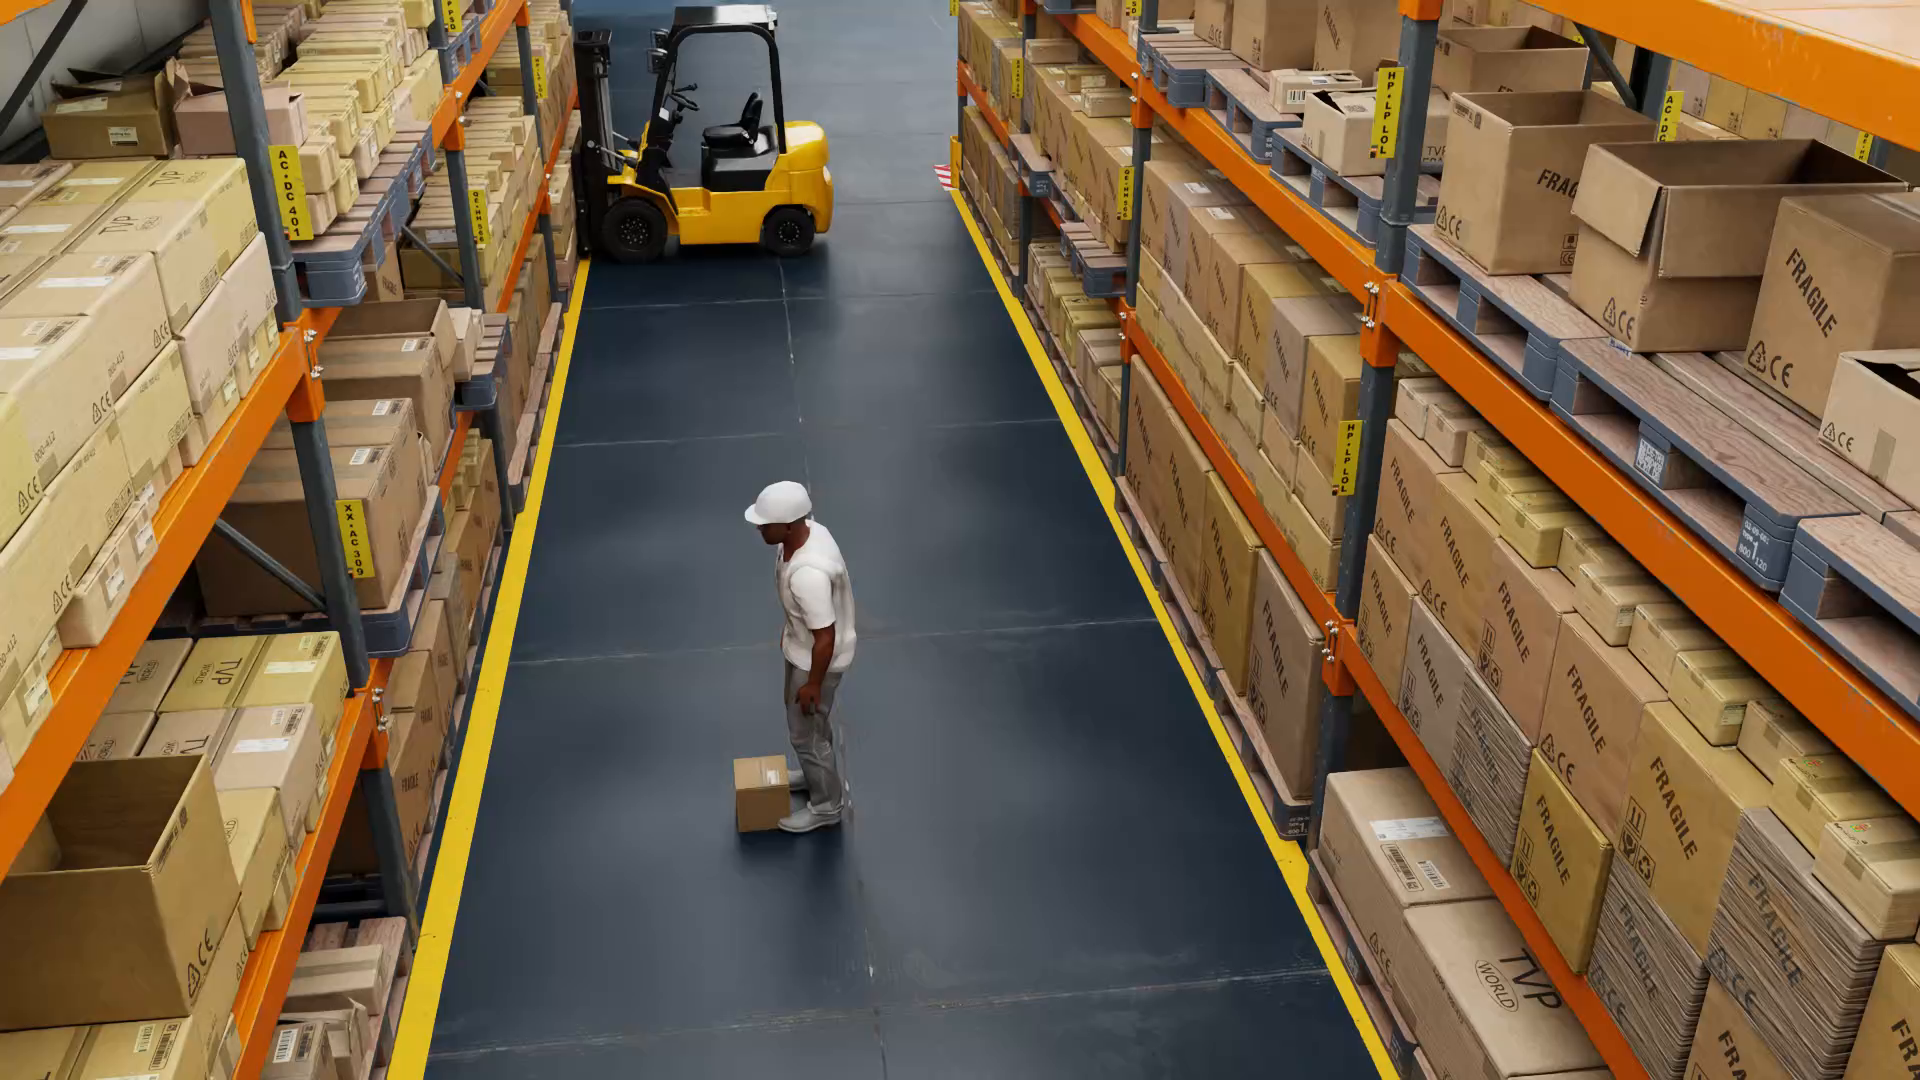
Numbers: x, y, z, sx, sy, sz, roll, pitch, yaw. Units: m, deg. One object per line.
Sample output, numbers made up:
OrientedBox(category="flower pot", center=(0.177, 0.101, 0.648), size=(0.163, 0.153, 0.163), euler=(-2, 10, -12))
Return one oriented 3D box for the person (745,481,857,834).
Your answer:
OrientedBox(category="person", center=(-0.709, 0.517, 7.583), size=(0.462, 1.759, 0.633), euler=(-5, 27, -10))
